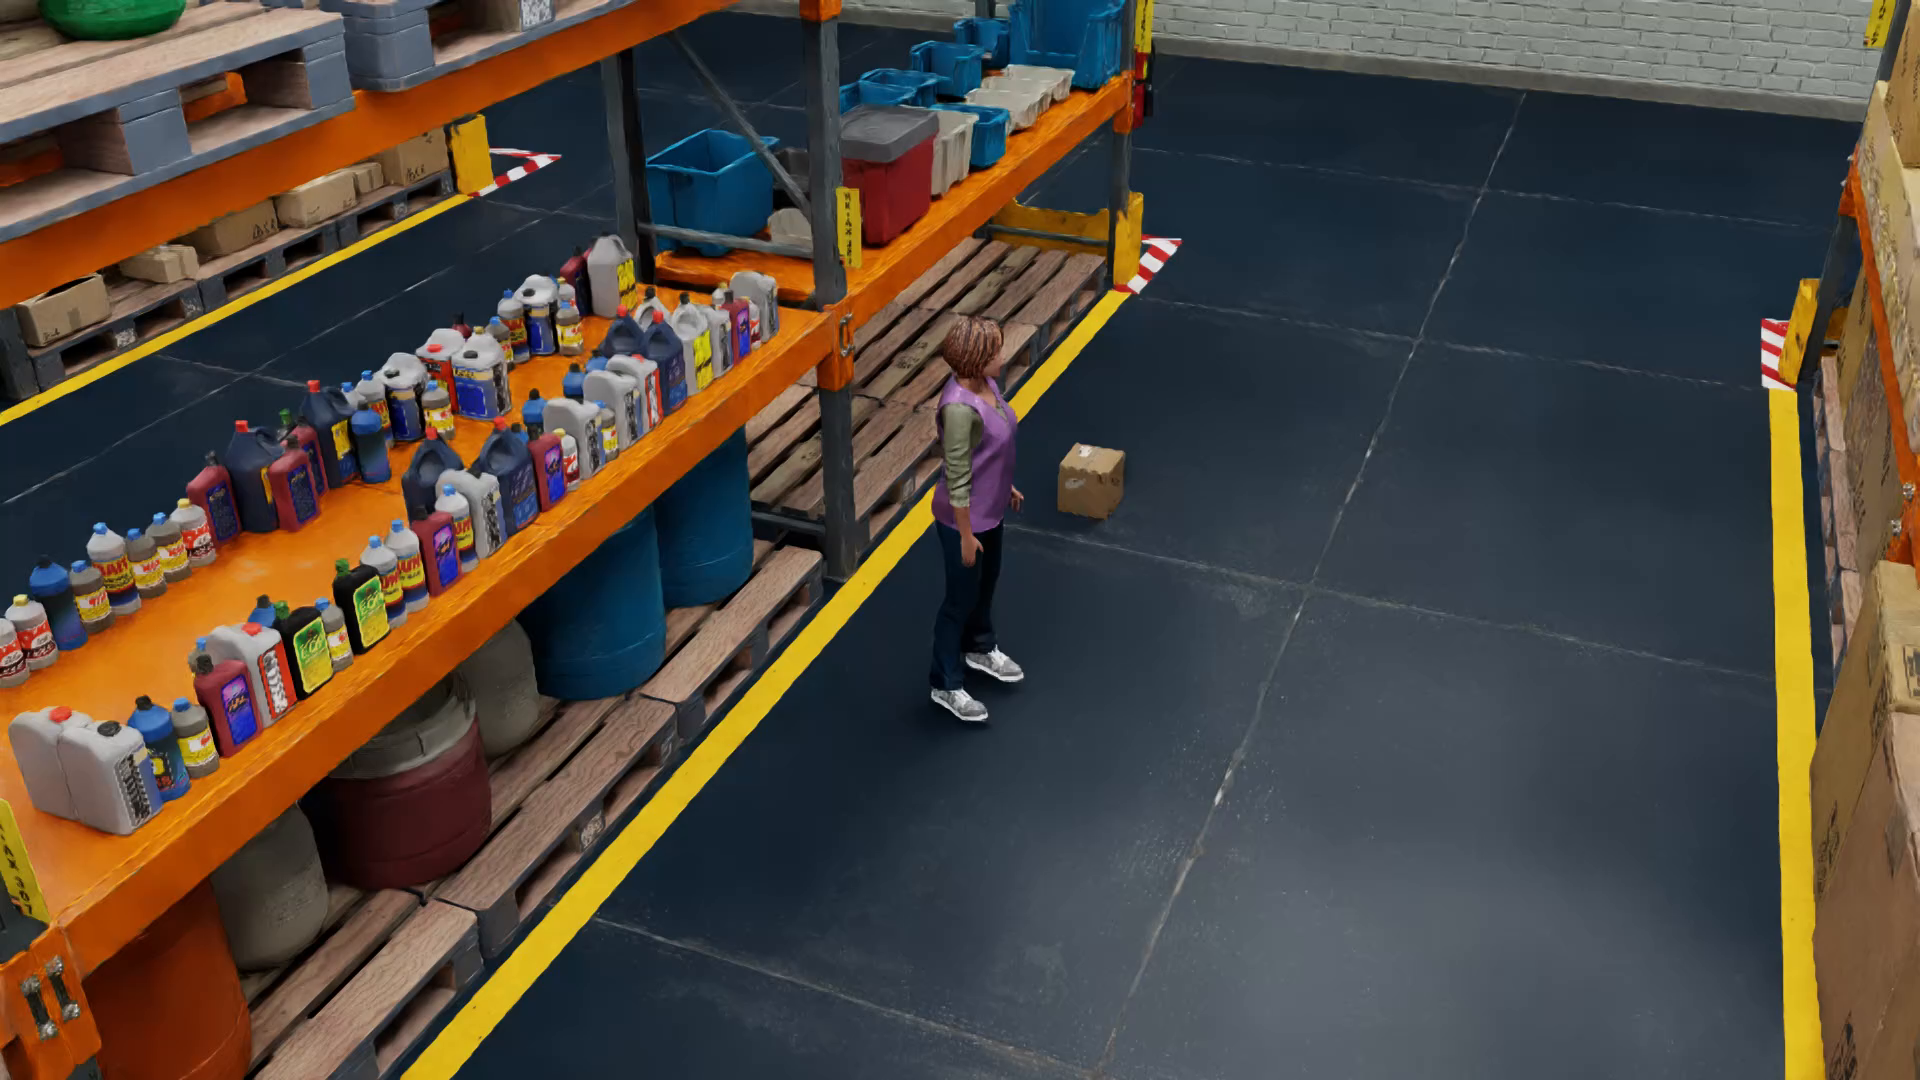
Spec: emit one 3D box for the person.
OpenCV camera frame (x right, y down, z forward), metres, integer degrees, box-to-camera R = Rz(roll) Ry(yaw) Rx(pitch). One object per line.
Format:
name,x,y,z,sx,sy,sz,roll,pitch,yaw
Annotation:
person,0.065,-0.098,6.260,0.345,1.603,0.475,8,31,13
